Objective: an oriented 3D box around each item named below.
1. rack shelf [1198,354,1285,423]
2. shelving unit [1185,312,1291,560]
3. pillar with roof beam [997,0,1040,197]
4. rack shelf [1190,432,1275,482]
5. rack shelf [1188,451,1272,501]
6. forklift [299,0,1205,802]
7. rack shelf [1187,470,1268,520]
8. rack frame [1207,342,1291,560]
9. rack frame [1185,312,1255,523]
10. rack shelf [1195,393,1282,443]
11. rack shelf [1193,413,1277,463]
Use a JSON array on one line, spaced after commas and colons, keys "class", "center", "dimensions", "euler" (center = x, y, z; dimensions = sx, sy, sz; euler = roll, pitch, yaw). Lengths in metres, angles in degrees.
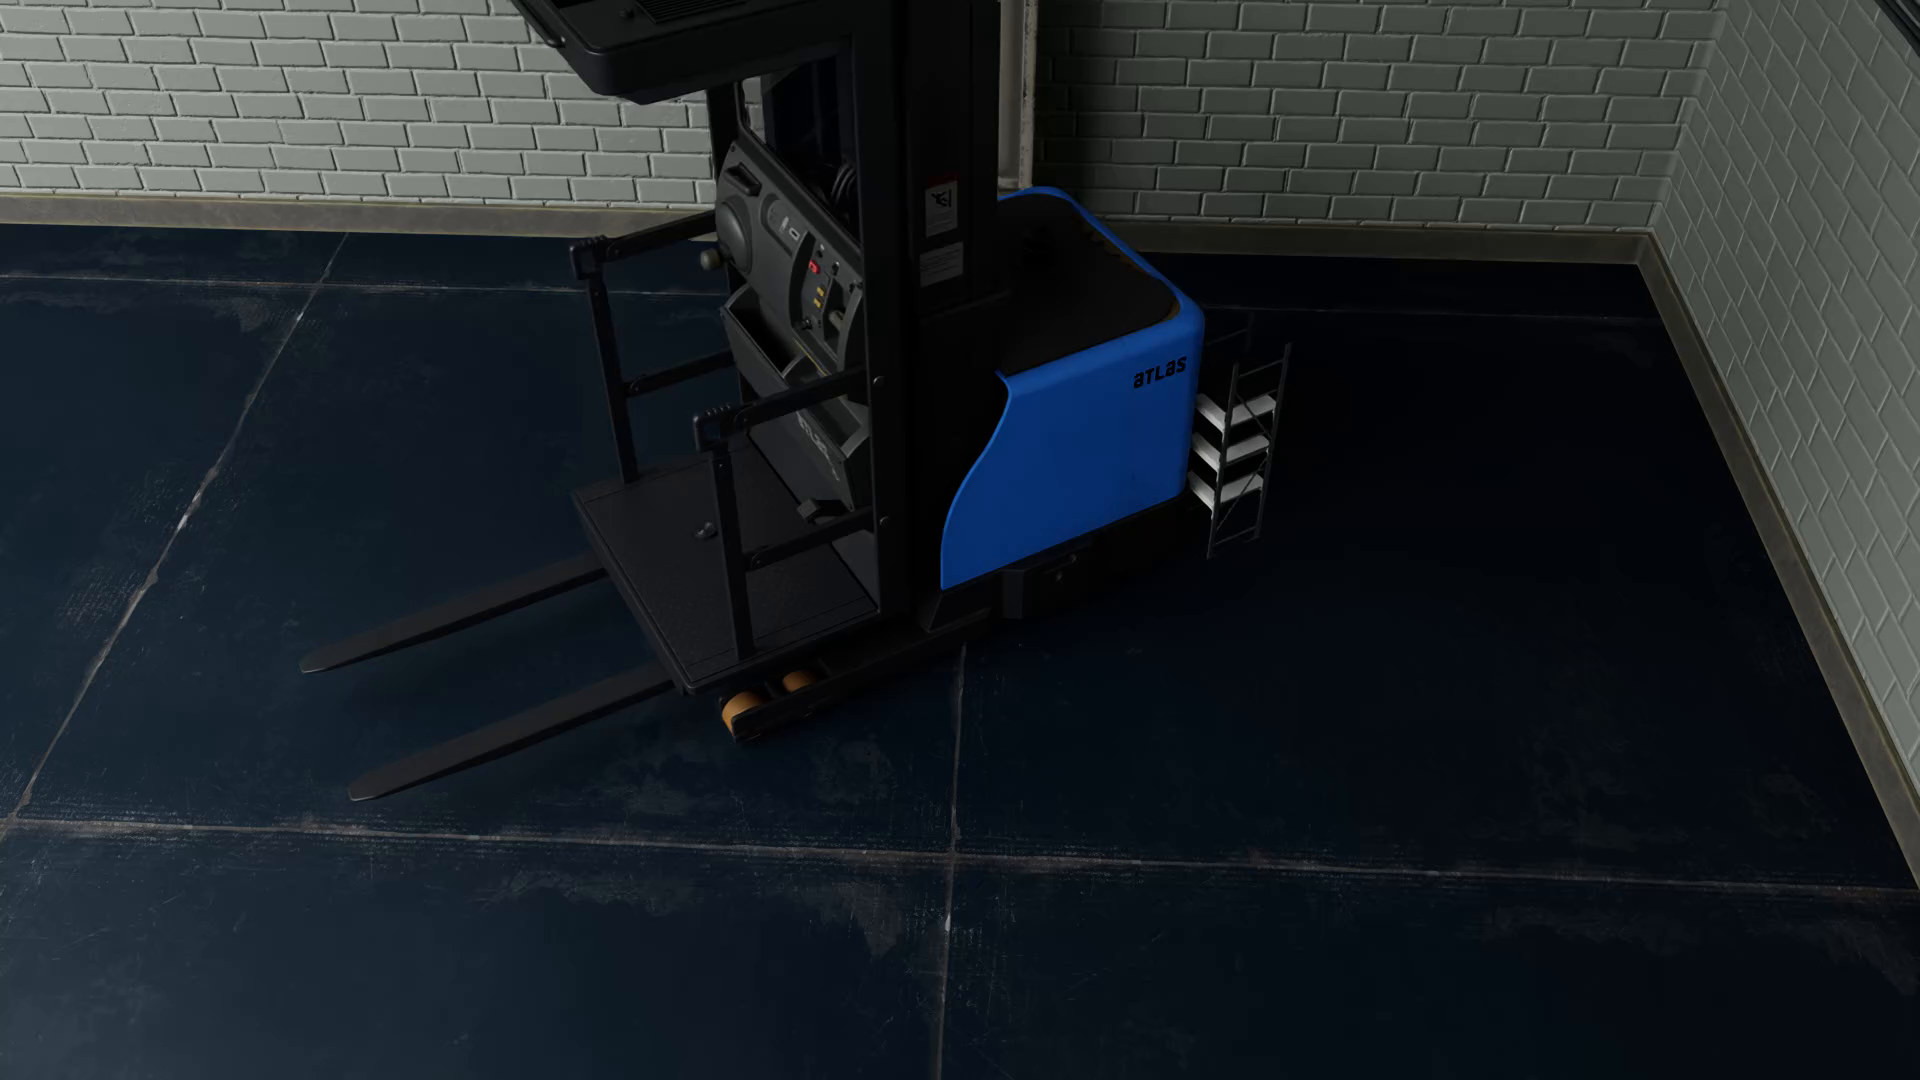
[{"class": "rack shelf", "center": [0.970, -0.533, 5.814], "dimensions": [0.258, 0.077, 0.200], "euler": [-22, 47, -22]}, {"class": "shelving unit", "center": [0.970, -0.359, 5.976], "dimensions": [0.258, 0.900, 0.210], "euler": [-22, 47, -22]}, {"class": "pillar with roof beam", "center": [-0.071, -1.634, 1.402], "dimensions": [0.400, 9.000, 9.100], "euler": [2, 43, 2]}, {"class": "rack shelf", "center": [0.970, -0.335, 5.998], "dimensions": [0.258, 0.077, 0.200], "euler": [-22, 47, -22]}, {"class": "rack shelf", "center": [0.970, -0.269, 6.060], "dimensions": [0.258, 0.077, 0.200], "euler": [-22, 47, -22]}, {"class": "forklift", "center": [-0.705, -0.822, 4.982], "dimensions": [3.031, 2.935, 1.130], "euler": [-21, 47, -21]}, {"class": "rack shelf", "center": [0.970, -0.203, 6.121], "dimensions": [0.258, 0.077, 0.200], "euler": [-22, 47, -22]}, {"class": "rack frame", "center": [1.021, -0.300, 5.911], "dimensions": [0.240, 0.900, 0.006], "euler": [-22, 47, -22]}, {"class": "rack frame", "center": [0.918, -0.419, 6.040], "dimensions": [0.240, 0.900, 0.006], "euler": [-22, 47, -22]}, {"class": "rack shelf", "center": [0.970, -0.467, 5.876], "dimensions": [0.258, 0.077, 0.200], "euler": [-22, 47, -22]}, {"class": "rack shelf", "center": [0.970, -0.401, 5.937], "dimensions": [0.258, 0.077, 0.200], "euler": [-22, 47, -22]}]
